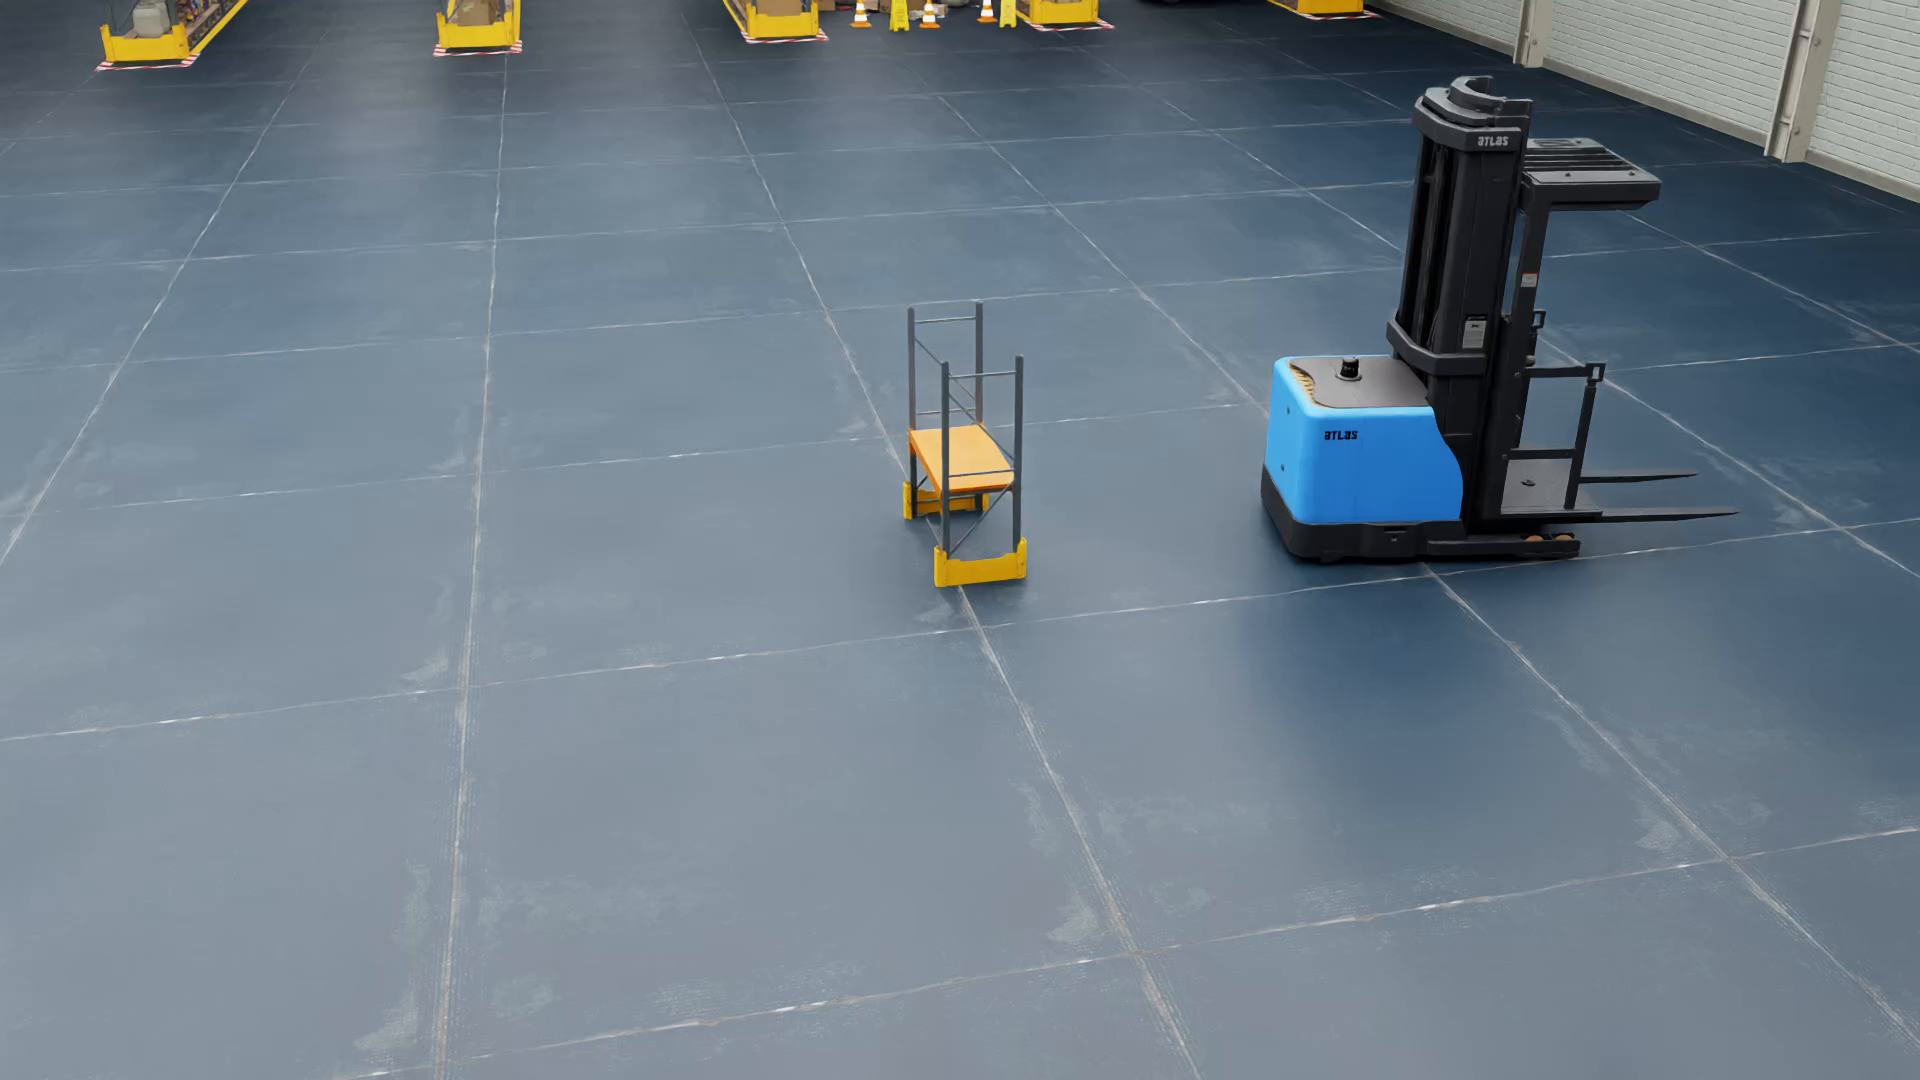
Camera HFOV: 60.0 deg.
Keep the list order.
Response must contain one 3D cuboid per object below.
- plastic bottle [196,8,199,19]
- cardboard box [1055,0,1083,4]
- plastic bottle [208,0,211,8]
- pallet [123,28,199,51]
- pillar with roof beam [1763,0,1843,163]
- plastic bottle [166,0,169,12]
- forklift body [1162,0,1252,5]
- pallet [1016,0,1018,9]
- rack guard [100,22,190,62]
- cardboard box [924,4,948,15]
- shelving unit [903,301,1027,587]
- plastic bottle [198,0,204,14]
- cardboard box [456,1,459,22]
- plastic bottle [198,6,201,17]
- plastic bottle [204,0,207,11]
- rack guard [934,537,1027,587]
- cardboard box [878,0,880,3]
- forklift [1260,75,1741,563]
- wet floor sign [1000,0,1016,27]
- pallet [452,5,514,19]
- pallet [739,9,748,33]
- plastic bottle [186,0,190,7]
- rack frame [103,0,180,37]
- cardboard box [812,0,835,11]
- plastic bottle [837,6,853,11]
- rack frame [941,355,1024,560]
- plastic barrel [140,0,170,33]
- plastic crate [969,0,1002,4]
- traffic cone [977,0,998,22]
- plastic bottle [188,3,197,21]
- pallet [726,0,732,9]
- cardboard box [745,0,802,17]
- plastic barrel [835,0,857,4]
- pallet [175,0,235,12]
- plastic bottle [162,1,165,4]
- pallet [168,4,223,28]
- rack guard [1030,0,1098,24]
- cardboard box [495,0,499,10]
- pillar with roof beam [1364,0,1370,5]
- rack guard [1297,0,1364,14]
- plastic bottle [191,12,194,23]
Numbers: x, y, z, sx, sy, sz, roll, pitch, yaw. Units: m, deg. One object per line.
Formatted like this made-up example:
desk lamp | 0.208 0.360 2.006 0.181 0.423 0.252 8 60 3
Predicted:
plastic bottle | -12.877 -8.880 27.978 0.097 0.201 0.097 0 27 0
cardboard box | 1.918 -9.719 29.609 0.500 0.250 0.500 -6 27 -12
plastic bottle | -13.122 -9.430 28.976 0.061 0.283 0.133 -5 27 -9
pallet | -12.891 -8.008 26.729 1.003 0.211 1.213 -6 27 -12
pillar with roof beam | 5.897 -8.253 17.460 9.100 9.000 0.400 -6 27 -12
plastic bottle | -13.633 -9.256 28.556 0.144 0.351 0.185 -6 27 -12
forklift body | 4.461 -11.151 30.802 2.313 2.155 1.214 -6 27 -12
pallet | 1.394 -10.060 30.793 1.003 0.211 1.213 -6 27 -12
rack guard | -12.713 -7.780 25.956 1.175 0.500 0.348 -6 27 -12
cardboard box | -0.433 -9.474 29.702 0.380 0.149 0.250 8 28 15
shelving unit | 0.017 -0.636 10.692 0.587 1.500 1.083 -6 27 -12
plastic bottle | -13.009 -9.158 28.363 0.144 0.351 0.185 -6 27 -12
cardboard box | -8.117 -8.977 27.861 0.500 0.500 0.500 1 27 2
plastic bottle | -12.923 -8.970 28.157 0.097 0.201 0.097 0 27 0
plastic bottle | -13.082 -9.300 28.644 0.144 0.351 0.185 -7 28 -14
rack guard | 0.129 0.140 10.541 0.587 0.250 0.087 -6 27 -12
cardboard box | -1.251 -10.247 30.688 0.797 0.637 0.503 -6 27 -12
forklift | 3.624 -1.405 10.627 3.031 2.935 1.130 -2 27 -3
wet floor sign | 0.831 -9.134 28.476 0.267 0.644 0.232 3 27 6
pallet | -8.262 -9.054 28.800 1.003 0.211 1.213 -6 27 -12
pallet | -3.226 -8.928 28.551 1.003 0.211 1.213 -6 27 -12
plastic bottle | -13.080 -9.045 28.214 0.061 0.283 0.133 -6 27 -12
rack frame | -12.650 -8.868 25.336 1.000 3.000 0.127 -6 27 -12
cardboard box | -2.521 -9.894 30.141 0.500 0.500 0.500 -1 27 -3
plastic bottle | -2.078 -9.628 30.104 0.283 0.061 0.133 -16 31 -29
rack frame | 0.134 -0.409 10.242 0.500 1.500 0.032 -6 27 -12
plastic barrel | -12.986 -8.446 26.795 0.421 0.512 0.421 0 27 0
plastic crate | 0.484 -10.057 30.933 0.402 0.080 0.583 -16 31 -29
traffic cone | 0.477 -9.302 29.012 0.336 0.463 0.334 -6 27 -12
plastic bottle | -12.832 -8.824 27.790 0.097 0.271 0.097 0 27 0
pallet | -3.775 -9.999 30.673 1.003 0.211 1.213 -6 27 -12
cardboard box | -3.186 -9.360 28.203 0.875 0.875 0.875 -6 27 -11
plastic barrel | -2.120 -10.093 30.624 0.512 0.421 0.421 13 30 24
pallet | -13.766 -9.719 30.119 1.003 0.211 1.213 -6 27 -12
plastic bottle | -13.497 -8.964 28.062 0.152 0.276 0.135 -6 27 -12
pallet | -13.441 -9.080 28.851 1.003 0.211 1.213 -6 27 -12
rack guard | 1.814 -9.294 28.956 1.175 0.500 0.348 -6 27 -12
cardboard box | -8.322 -9.503 28.904 0.500 0.500 0.500 -8 28 -16
pillar with roof beam | 3.193 -13.521 27.897 9.100 9.000 0.400 -6 27 -12
rack guard | 6.671 -9.756 29.871 1.175 0.500 0.348 -6 27 -12
plastic bottle | -12.778 -8.688 27.597 0.097 0.201 0.097 0 27 0
